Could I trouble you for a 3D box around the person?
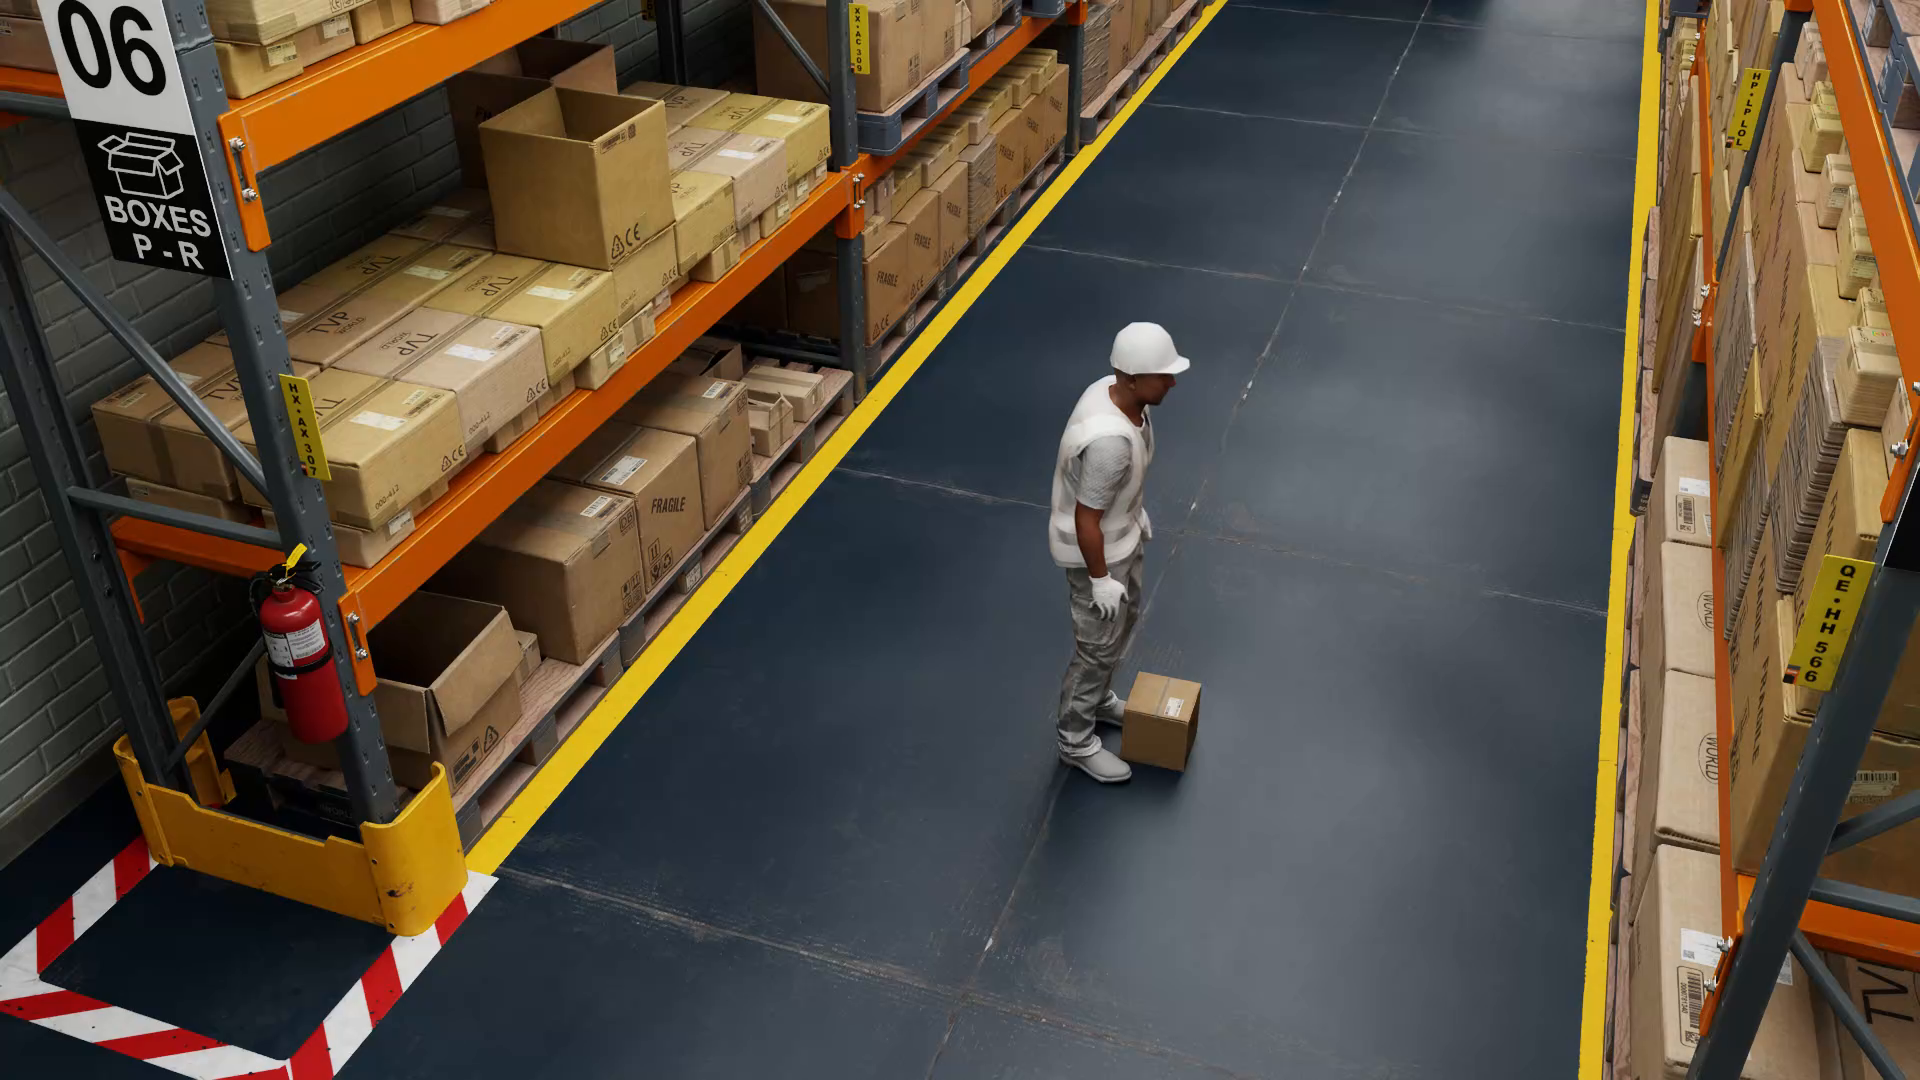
[{"bbox_3d":[0.560,0.022,6.094,0.445,1.775,0.632,10,34,15],"label":"person"}]
